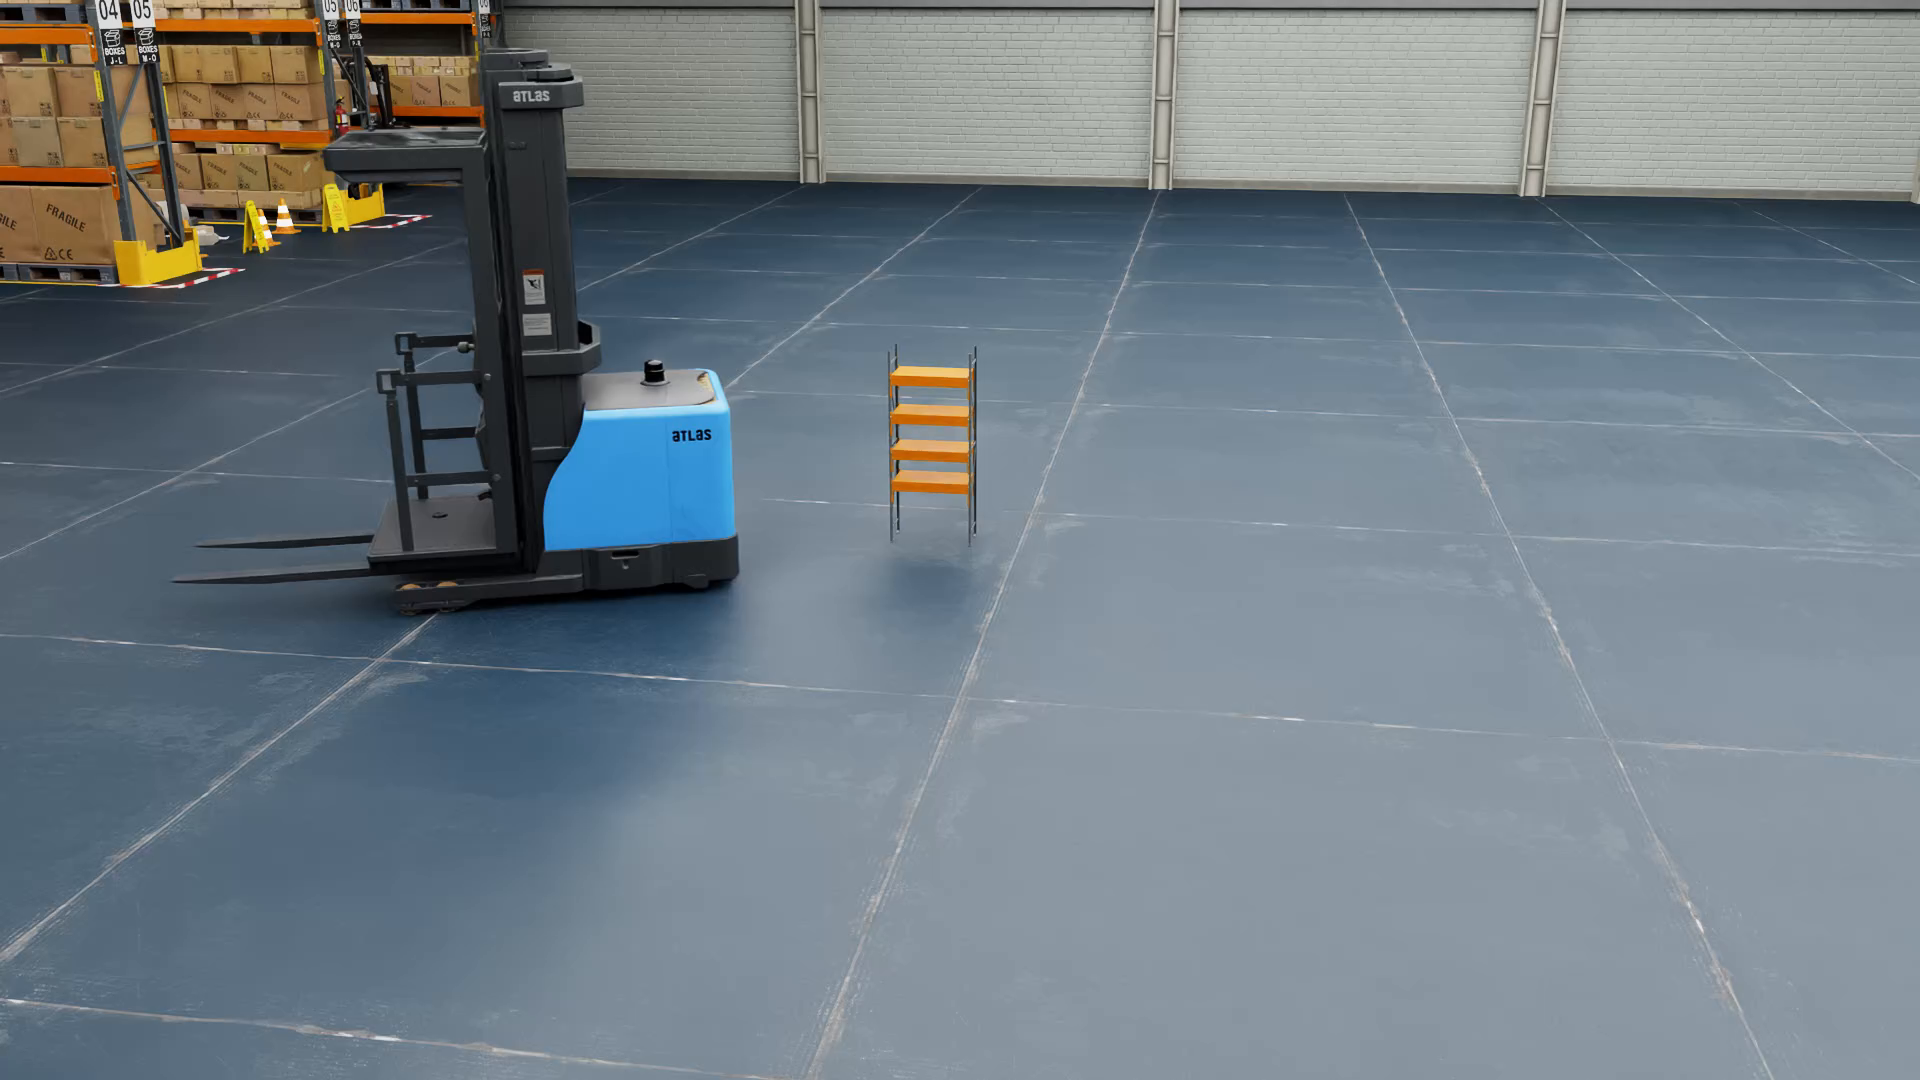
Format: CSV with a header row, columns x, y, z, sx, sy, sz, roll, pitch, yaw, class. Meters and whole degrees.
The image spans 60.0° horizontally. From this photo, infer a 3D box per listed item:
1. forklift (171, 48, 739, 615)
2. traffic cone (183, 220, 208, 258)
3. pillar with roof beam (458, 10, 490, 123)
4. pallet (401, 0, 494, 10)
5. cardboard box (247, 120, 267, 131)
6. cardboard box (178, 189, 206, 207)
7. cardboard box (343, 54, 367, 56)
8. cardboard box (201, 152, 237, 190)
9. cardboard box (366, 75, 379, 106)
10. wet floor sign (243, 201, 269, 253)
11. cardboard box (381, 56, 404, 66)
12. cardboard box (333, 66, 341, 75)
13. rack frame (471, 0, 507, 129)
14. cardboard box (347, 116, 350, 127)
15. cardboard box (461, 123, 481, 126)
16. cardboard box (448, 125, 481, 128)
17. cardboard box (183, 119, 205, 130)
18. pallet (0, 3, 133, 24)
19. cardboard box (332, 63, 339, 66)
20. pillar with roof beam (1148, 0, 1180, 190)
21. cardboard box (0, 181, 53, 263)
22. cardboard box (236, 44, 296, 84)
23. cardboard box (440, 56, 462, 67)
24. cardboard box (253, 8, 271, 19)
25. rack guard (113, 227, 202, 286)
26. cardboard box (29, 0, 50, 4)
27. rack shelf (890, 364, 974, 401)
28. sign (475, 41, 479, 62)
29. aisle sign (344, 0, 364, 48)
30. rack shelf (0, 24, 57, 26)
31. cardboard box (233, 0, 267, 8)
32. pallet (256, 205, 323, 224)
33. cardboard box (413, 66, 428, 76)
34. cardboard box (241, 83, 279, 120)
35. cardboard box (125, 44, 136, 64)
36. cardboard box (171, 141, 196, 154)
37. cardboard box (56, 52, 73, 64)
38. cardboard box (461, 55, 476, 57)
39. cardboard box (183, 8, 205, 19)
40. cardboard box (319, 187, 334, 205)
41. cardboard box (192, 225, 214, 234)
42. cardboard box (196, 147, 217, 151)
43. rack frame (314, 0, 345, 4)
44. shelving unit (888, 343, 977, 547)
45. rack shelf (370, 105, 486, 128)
x,y,z,sx,sy,sz,roll,pitch,yaw,class
-2.834,-1.163,9.161,3.031,2.935,1.130,-4,19,-12,forklift
-9.697,-3.783,20.880,0.334,0.463,0.336,3,19,9,traffic cone
-9.156,-9.439,24.332,0.400,9.000,9.100,3,19,9,pillar with roof beam
-8.623,-9.050,28.035,1.213,0.211,1.003,3,19,9,pallet
-9.892,-5.904,23.617,0.250,0.149,0.380,3,19,10,cardboard box
-11.069,-5.003,24.201,0.500,0.250,0.500,3,19,8,cardboard box
-10.500,-8.355,28.896,0.250,0.149,0.380,3,19,8,cardboard box
-10.558,-5.333,24.003,0.500,0.500,0.500,2,19,7,cardboard box
-9.971,-7.692,28.408,0.500,0.500,0.500,3,19,9,cardboard box
-9.055,-4.017,21.291,0.232,0.644,0.267,0,19,-1,wet floor sign
-9.592,-8.107,28.155,0.250,0.149,0.380,3,19,10,cardboard box
-10.597,-8.017,28.357,0.250,0.149,0.380,3,19,8,cardboard box
-7.929,-7.626,28.366,0.127,3.000,1.000,3,19,9,rack frame
-9.015,-6.033,24.003,0.250,0.149,0.380,3,19,9,cardboard box
-8.373,-7.078,28.827,0.500,0.250,0.500,3,19,8,cardboard box
-8.433,-6.920,28.355,0.500,0.250,0.500,4,19,10,cardboard box
-10.887,-5.965,23.799,0.250,0.149,0.380,3,19,8,cardboard box
-10.132,-5.929,18.708,1.213,0.211,1.003,3,19,9,pallet
-10.586,-8.169,28.343,0.250,0.149,0.380,3,19,8,cardboard box
2.692,-8.835,22.527,0.400,9.000,9.100,3,19,9,pillar with roof beam
-10.947,-3.763,19.509,0.875,0.875,0.875,3,19,8,cardboard box
-9.750,-6.718,23.452,0.500,0.500,0.700,3,19,9,cardboard box
-8.564,-8.076,28.065,0.250,0.149,0.380,3,19,9,cardboard box
-9.617,-7.330,23.153,0.250,0.149,0.380,3,19,10,cardboard box
-9.374,-3.328,19.461,0.348,0.500,1.175,3,19,9,rack guard
-10.029,-5.988,18.321,0.250,0.149,0.380,3,19,9,cardboard box
-0.163,-0.950,10.013,0.480,0.148,0.258,3,19,9,rack shelf
-8.029,-8.118,27.639,0.005,0.325,0.100,3,19,9,sign
-8.602,-7.397,23.587,0.004,0.787,0.394,3,19,9,aisle sign
-14.636,-7.454,24.259,4.000,0.370,1.077,3,19,9,rack shelf
-9.755,-7.534,23.133,0.500,0.250,0.500,3,19,8,cardboard box
-9.584,-4.804,24.327,1.213,0.211,1.003,3,19,9,pallet
-9.062,-7.962,28.192,0.250,0.149,0.380,3,19,8,cardboard box
-9.786,-6.227,23.558,0.500,0.500,0.500,3,19,9,cardboard box
-11.761,-6.812,23.732,0.500,0.500,0.700,3,19,9,cardboard box
-11.234,-5.653,23.938,0.250,0.149,0.380,4,19,12,cardboard box
-13.070,-7.101,24.489,0.250,0.149,0.380,3,19,8,cardboard box
-8.479,-8.239,28.550,0.250,0.149,0.380,4,19,11,cardboard box
-10.633,-7.367,23.263,0.250,0.149,0.380,3,19,8,cardboard box
-9.465,-5.093,24.468,0.500,0.250,0.500,3,19,8,cardboard box
-10.326,-4.152,22.476,0.250,0.149,0.380,14,23,37,cardboard box
-11.029,-5.526,24.582,0.500,0.500,0.500,4,19,12,cardboard box
-8.712,-8.915,22.766,0.127,3.000,1.000,3,19,9,rack frame
-0.163,-0.577,10.138,0.503,1.200,0.258,3,19,9,shelving unit
-9.903,-7.385,28.781,4.000,0.370,1.077,3,19,9,rack shelf
